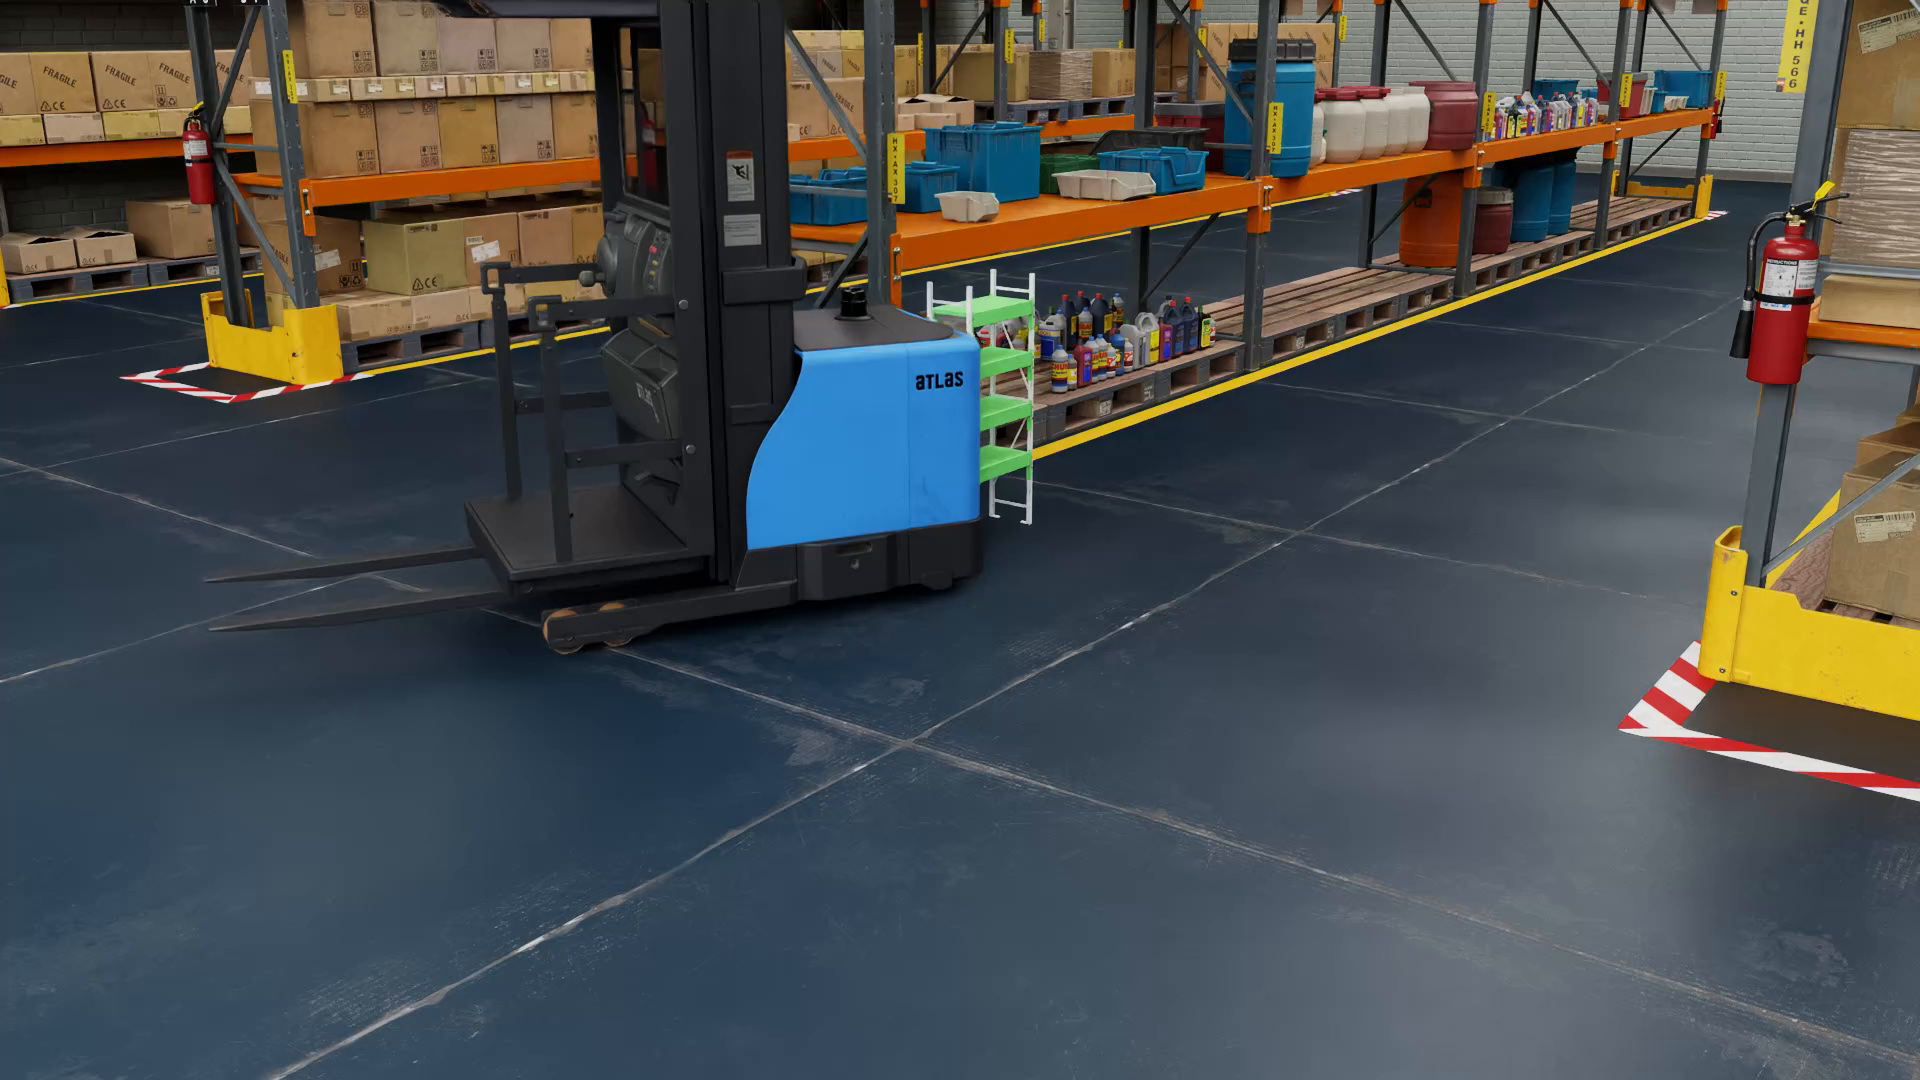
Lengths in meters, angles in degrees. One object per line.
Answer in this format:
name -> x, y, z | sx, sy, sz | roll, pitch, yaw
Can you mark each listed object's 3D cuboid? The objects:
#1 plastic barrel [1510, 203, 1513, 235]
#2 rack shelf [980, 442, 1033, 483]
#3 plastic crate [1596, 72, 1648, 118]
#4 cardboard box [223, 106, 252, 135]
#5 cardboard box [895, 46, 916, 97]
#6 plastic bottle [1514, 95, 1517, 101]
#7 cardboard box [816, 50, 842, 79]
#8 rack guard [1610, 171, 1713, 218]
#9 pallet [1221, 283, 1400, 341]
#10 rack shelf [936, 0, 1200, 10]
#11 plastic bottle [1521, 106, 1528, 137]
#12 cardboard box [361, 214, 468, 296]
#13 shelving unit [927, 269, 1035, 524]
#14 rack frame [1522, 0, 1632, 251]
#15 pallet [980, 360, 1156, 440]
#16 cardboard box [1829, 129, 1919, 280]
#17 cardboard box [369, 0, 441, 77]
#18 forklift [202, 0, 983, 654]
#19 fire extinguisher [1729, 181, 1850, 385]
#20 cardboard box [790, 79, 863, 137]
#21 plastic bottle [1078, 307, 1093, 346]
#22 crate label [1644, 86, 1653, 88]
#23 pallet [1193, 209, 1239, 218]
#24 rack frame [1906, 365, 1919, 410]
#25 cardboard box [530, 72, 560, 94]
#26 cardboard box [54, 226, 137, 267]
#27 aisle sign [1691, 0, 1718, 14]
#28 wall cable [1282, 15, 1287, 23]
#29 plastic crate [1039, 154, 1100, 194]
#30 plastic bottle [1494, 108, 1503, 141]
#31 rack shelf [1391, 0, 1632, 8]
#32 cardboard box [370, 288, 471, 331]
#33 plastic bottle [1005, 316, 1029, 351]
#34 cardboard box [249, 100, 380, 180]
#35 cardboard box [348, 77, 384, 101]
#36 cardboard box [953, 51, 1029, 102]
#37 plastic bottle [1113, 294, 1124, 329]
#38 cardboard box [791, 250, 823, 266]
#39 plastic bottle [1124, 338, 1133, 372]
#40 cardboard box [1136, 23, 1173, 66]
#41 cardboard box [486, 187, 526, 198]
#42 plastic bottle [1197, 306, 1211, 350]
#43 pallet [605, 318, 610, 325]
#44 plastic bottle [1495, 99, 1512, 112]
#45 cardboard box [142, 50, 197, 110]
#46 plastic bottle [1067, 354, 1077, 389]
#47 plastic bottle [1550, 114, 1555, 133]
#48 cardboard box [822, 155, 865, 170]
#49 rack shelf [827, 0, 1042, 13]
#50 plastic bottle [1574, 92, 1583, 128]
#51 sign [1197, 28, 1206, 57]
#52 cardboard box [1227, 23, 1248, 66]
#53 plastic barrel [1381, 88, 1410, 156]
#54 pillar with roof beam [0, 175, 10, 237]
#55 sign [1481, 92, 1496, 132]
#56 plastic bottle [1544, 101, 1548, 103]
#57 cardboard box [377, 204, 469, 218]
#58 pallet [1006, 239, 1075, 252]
plastic barrel -> 5.239, -3.187, 16.434 | 0.421, 0.512, 0.421 | 0, 17, 0
rack shelf -> 0.099, -0.322, 7.783 | 0.258, 0.148, 0.480 | 12, 21, 35
plastic crate -> 7.141, -4.816, 17.984 | 0.402, 0.464, 0.583 | 12, 21, 35
cardboard box -> -6.945, -3.965, 15.673 | 0.500, 0.250, 0.500 | 12, 21, 34
cardboard box -> -1.213, -6.608, 23.460 | 0.980, 0.700, 0.700 | 13, 21, 36
plastic bottle -> 5.767, -4.489, 17.337 | 0.061, 0.283, 0.133 | 12, 21, 35
cardboard box -> -1.918, -6.260, 22.141 | 0.500, 0.500, 0.500 | 13, 21, 35
rack guard -> 8.795, -4.355, 20.925 | 1.175, 0.500, 0.348 | 12, 21, 35
pallet -> 2.804, -1.837, 13.302 | 1.003, 0.211, 1.213 | 12, 21, 35
rack shelf -> 1.240, -6.077, 18.410 | 1.077, 0.370, 4.000 | 12, 21, 35
plastic bottle -> 5.183, -3.863, 15.342 | 0.097, 0.271, 0.097 | 0, 17, 0
cardboard box -> -3.924, -2.059, 11.982 | 0.500, 0.500, 0.500 | 12, 21, 35
shelving unit -> 0.099, -0.612, 7.693 | 0.258, 1.200, 0.503 | 12, 21, 35
rack frame -> 6.407, -4.588, 17.460 | 1.000, 3.000, 0.127 | 12, 21, 35
pallet -> 0.481, -0.906, 10.307 | 1.003, 0.211, 1.213 | 12, 21, 35
cardboard box -> 3.585, -1.171, 5.785 | 0.875, 0.500, 0.500 | 12, 21, 35
cardboard box -> -4.090, -3.521, 11.669 | 0.700, 0.500, 0.500 | 12, 21, 33
forklift -> -1.461, -1.143, 6.483 | 3.031, 2.935, 1.130 | -8, 19, -24
fire extinguisher -> 2.797, -0.872, 5.624 | 0.296, 0.674, 0.183 | 12, 21, 35
cardboard box -> -1.252, -4.031, 15.499 | 0.500, 0.500, 0.500 | 12, 21, 35
plastic bottle -> 0.837, -1.415, 11.101 | 0.097, 0.271, 0.097 | 0, 17, 0
crate label -> 8.379, -5.489, 20.542 | 0.416, 0.233, 0.303 | 12, 21, 35
pallet -> 2.841, -4.296, 21.221 | 1.003, 0.211, 1.213 | 12, 21, 35
rack frame -> 5.618, -1.807, 8.506 | 1.000, 3.000, 0.127 | 12, 21, 35
cardboard box -> -3.239, -3.448, 12.526 | 0.380, 0.149, 0.250 | 13, 22, 36
cardboard box -> -7.875, -2.691, 15.144 | 0.500, 0.311, 0.500 | 15, 22, 39
aisle sign -> 9.069, -6.748, 20.031 | 0.394, 0.787, 0.004 | 12, 21, 35
wall cable -> 4.491, -9.957, 29.871 | 3.097, 2.526, 0.112 | 12, 21, 35
plastic crate -> 0.605, -2.308, 10.475 | 0.450, 0.188, 0.662 | 12, 21, 35
plastic bottle -> 4.774, -3.696, 14.784 | 0.061, 0.283, 0.133 | 12, 21, 35
rack shelf -> 5.216, -5.201, 15.588 | 1.077, 0.370, 4.000 | 12, 21, 35
cardboard box -> -3.925, -1.702, 12.094 | 0.500, 0.250, 0.500 | 12, 21, 35
plastic bottle -> 0.350, -1.318, 10.656 | 0.144, 0.351, 0.185 | 13, 22, 37
cardboard box -> -4.430, -2.763, 11.414 | 0.700, 0.500, 0.500 | 12, 21, 35
cardboard box -> -4.157, -3.082, 11.349 | 0.380, 0.149, 0.250 | 12, 21, 33
cardboard box -> 0.333, -4.930, 17.684 | 0.700, 0.500, 0.500 | 5, 18, 16
plastic bottle -> 1.099, -1.591, 11.669 | 0.097, 0.271, 0.097 | 0, 17, 0
cardboard box -> -1.590, -2.620, 15.051 | 0.500, 0.250, 0.500 | 13, 22, 36
plastic bottle -> 1.033, -1.158, 10.393 | 0.097, 0.201, 0.097 | 0, 17, 0
cardboard box -> 2.525, -6.156, 20.654 | 0.500, 0.500, 0.500 | 13, 21, 35
cardboard box -> -5.287, -3.874, 18.635 | 0.700, 0.500, 0.500 | 13, 21, 35
plastic bottle -> 1.619, -1.423, 11.105 | 0.061, 0.283, 0.133 | 14, 22, 37
pallet -> -2.843, -2.045, 13.973 | 1.003, 0.211, 1.213 | 12, 21, 35
plastic bottle -> 5.396, -4.238, 16.544 | 0.152, 0.276, 0.135 | 12, 21, 35
cardboard box -> -7.260, -4.200, 15.166 | 0.500, 0.500, 0.500 | 13, 22, 36
plastic bottle -> 0.650, -1.005, 9.899 | 0.097, 0.201, 0.097 | 0, 17, 0
plastic bottle -> 5.648, -4.015, 15.951 | 0.097, 0.201, 0.097 | 0, 17, 0
cardboard box -> -1.832, -5.335, 22.782 | 0.750, 0.750, 0.750 | 13, 21, 35
rack shelf -> -0.357, -7.904, 24.293 | 1.077, 0.370, 4.000 | 12, 21, 35
plastic bottle -> 6.122, -4.288, 16.576 | 0.144, 0.351, 0.185 | 12, 21, 35
sign -> 2.879, -5.920, 19.797 | 0.100, 0.325, 0.005 | 12, 21, 35
cardboard box -> 3.245, -6.175, 20.716 | 0.500, 0.500, 0.500 | 12, 21, 33
plastic barrel -> 3.332, -3.306, 13.142 | 0.421, 0.512, 0.421 | 0, 17, 0
pillar with roof beam -> -5.519, -5.904, 11.584 | 9.100, 9.000, 0.400 | 12, 21, 35
sign -> 4.470, -3.618, 14.061 | 0.100, 0.325, 0.005 | 12, 21, 35
plastic bottle -> 5.722, -4.154, 16.280 | 0.097, 0.271, 0.097 | 0, 17, 0
cardboard box -> -4.054, -2.273, 12.668 | 0.500, 0.500, 0.500 | 12, 21, 35
pallet -> 0.523, -3.351, 18.178 | 1.003, 0.211, 1.213 | 12, 21, 35
